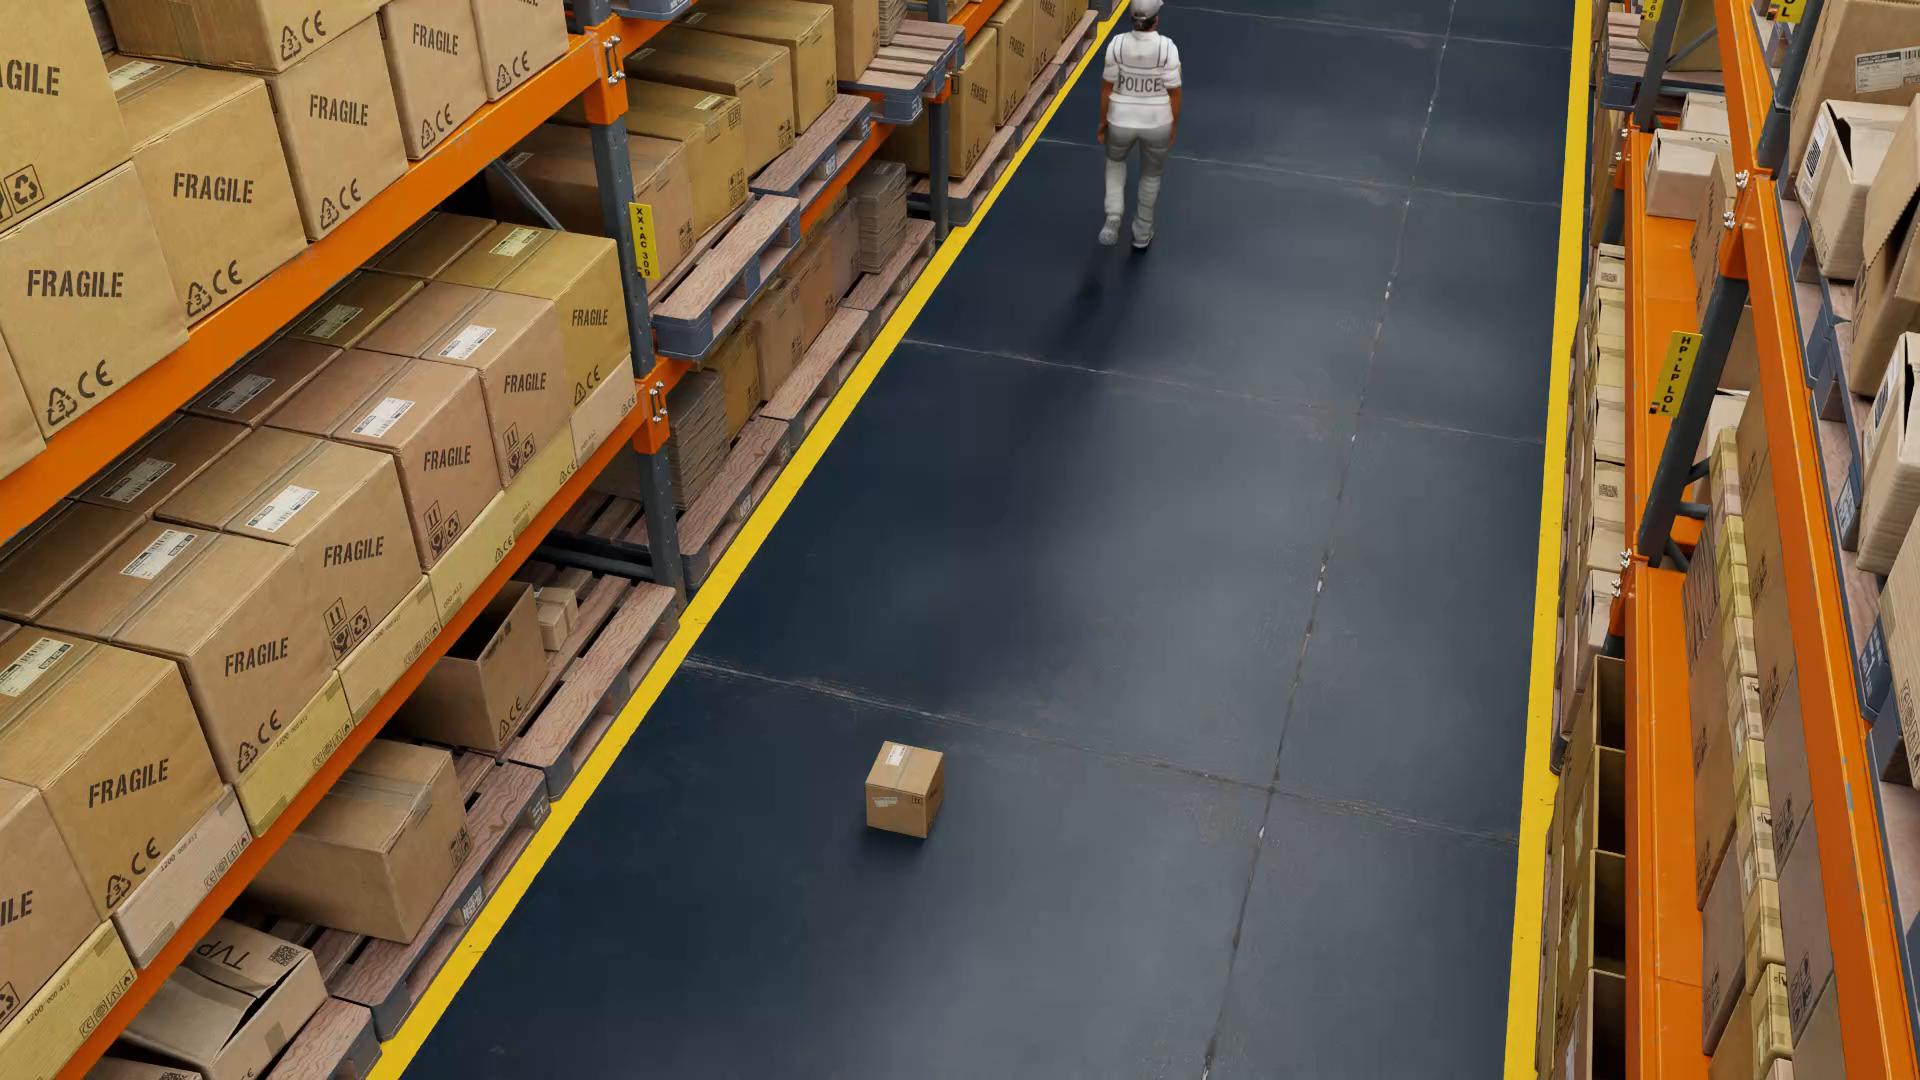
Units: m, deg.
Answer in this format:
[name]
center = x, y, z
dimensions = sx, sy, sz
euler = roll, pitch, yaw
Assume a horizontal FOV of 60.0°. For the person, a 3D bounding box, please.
[person]
center = 1.105, -2.574, 10.234
dimensions = 0.501, 1.655, 0.484
euler = 9, 38, 11
